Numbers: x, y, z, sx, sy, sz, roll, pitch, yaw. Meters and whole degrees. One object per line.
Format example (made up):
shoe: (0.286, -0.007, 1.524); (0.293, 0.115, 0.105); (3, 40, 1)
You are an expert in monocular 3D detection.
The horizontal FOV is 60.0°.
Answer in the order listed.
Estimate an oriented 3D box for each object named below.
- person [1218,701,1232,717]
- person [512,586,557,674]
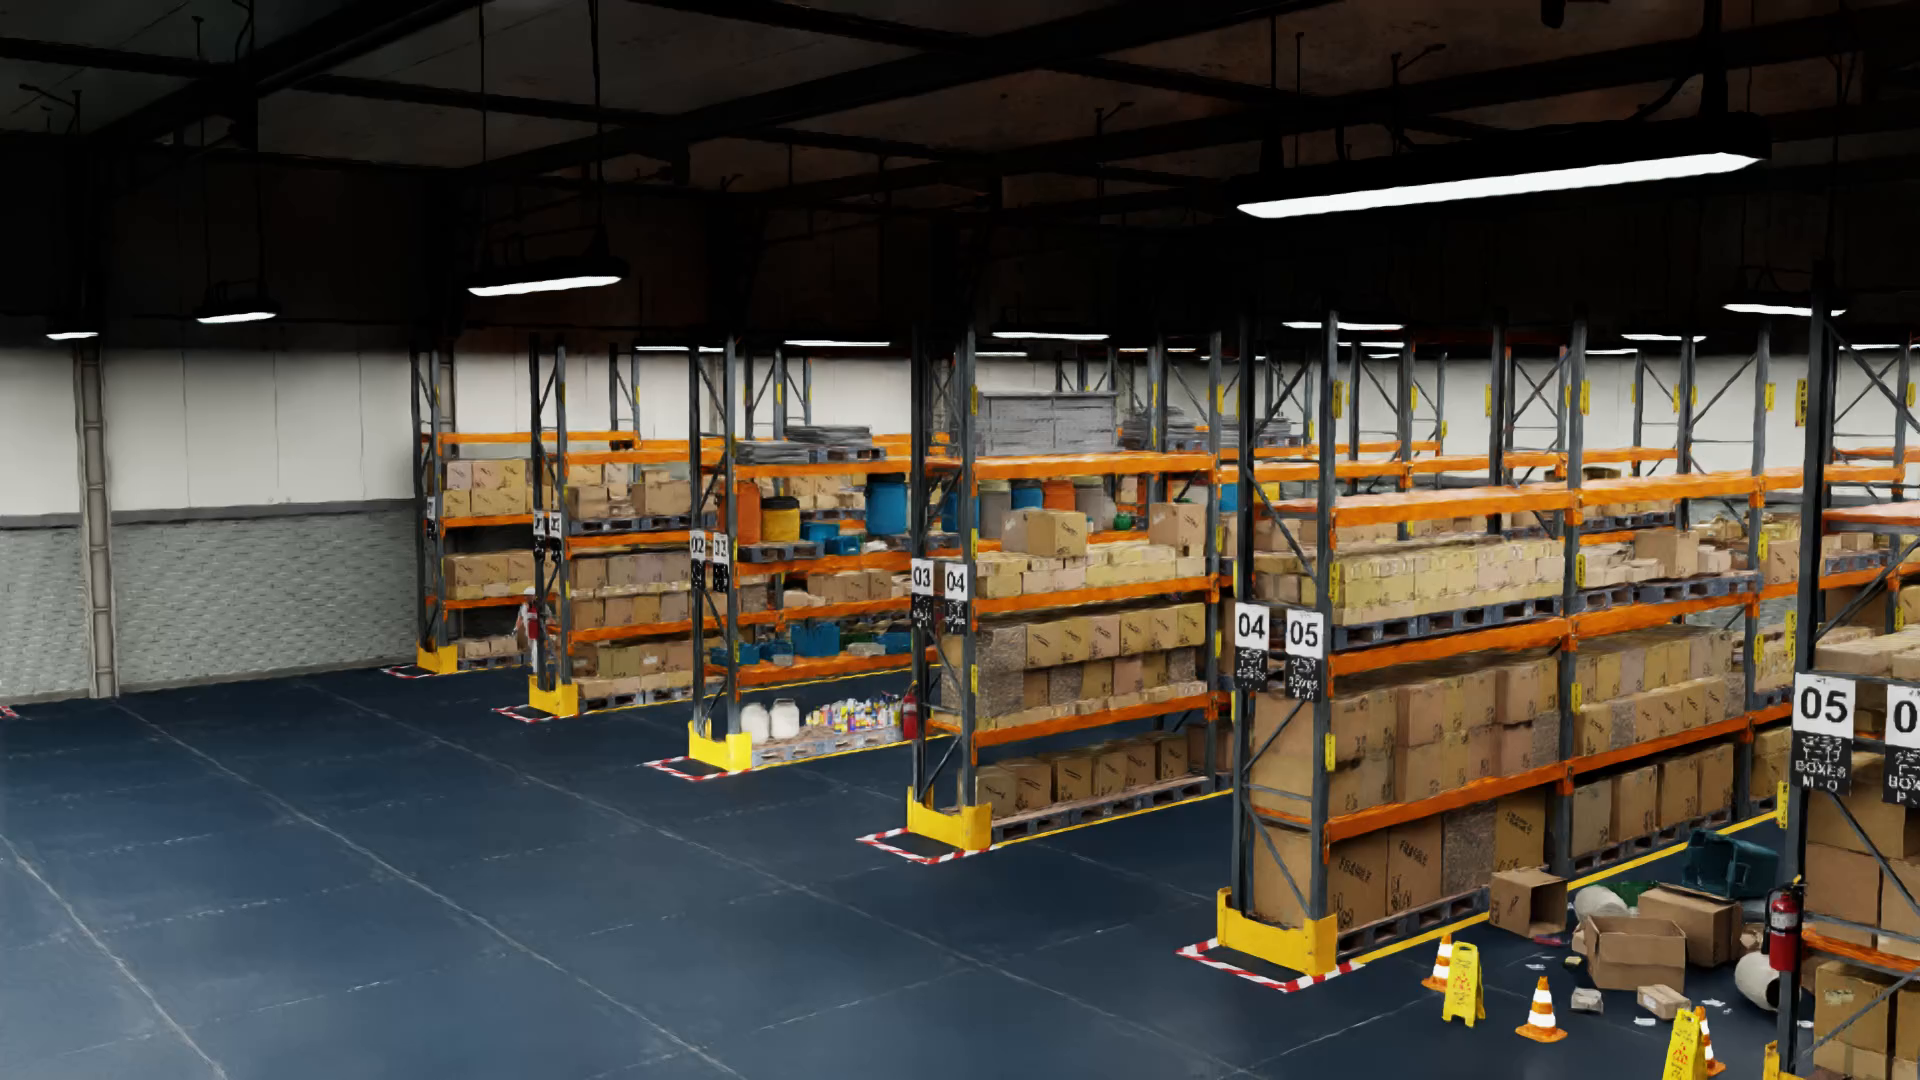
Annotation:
person: (4.044, 1.929, 25.193); (0.655, 1.785, 0.575); (-1, 5, -13)
person: (-7.316, 1.644, 28.686); (0.675, 1.722, 0.793); (3, 6, 31)
